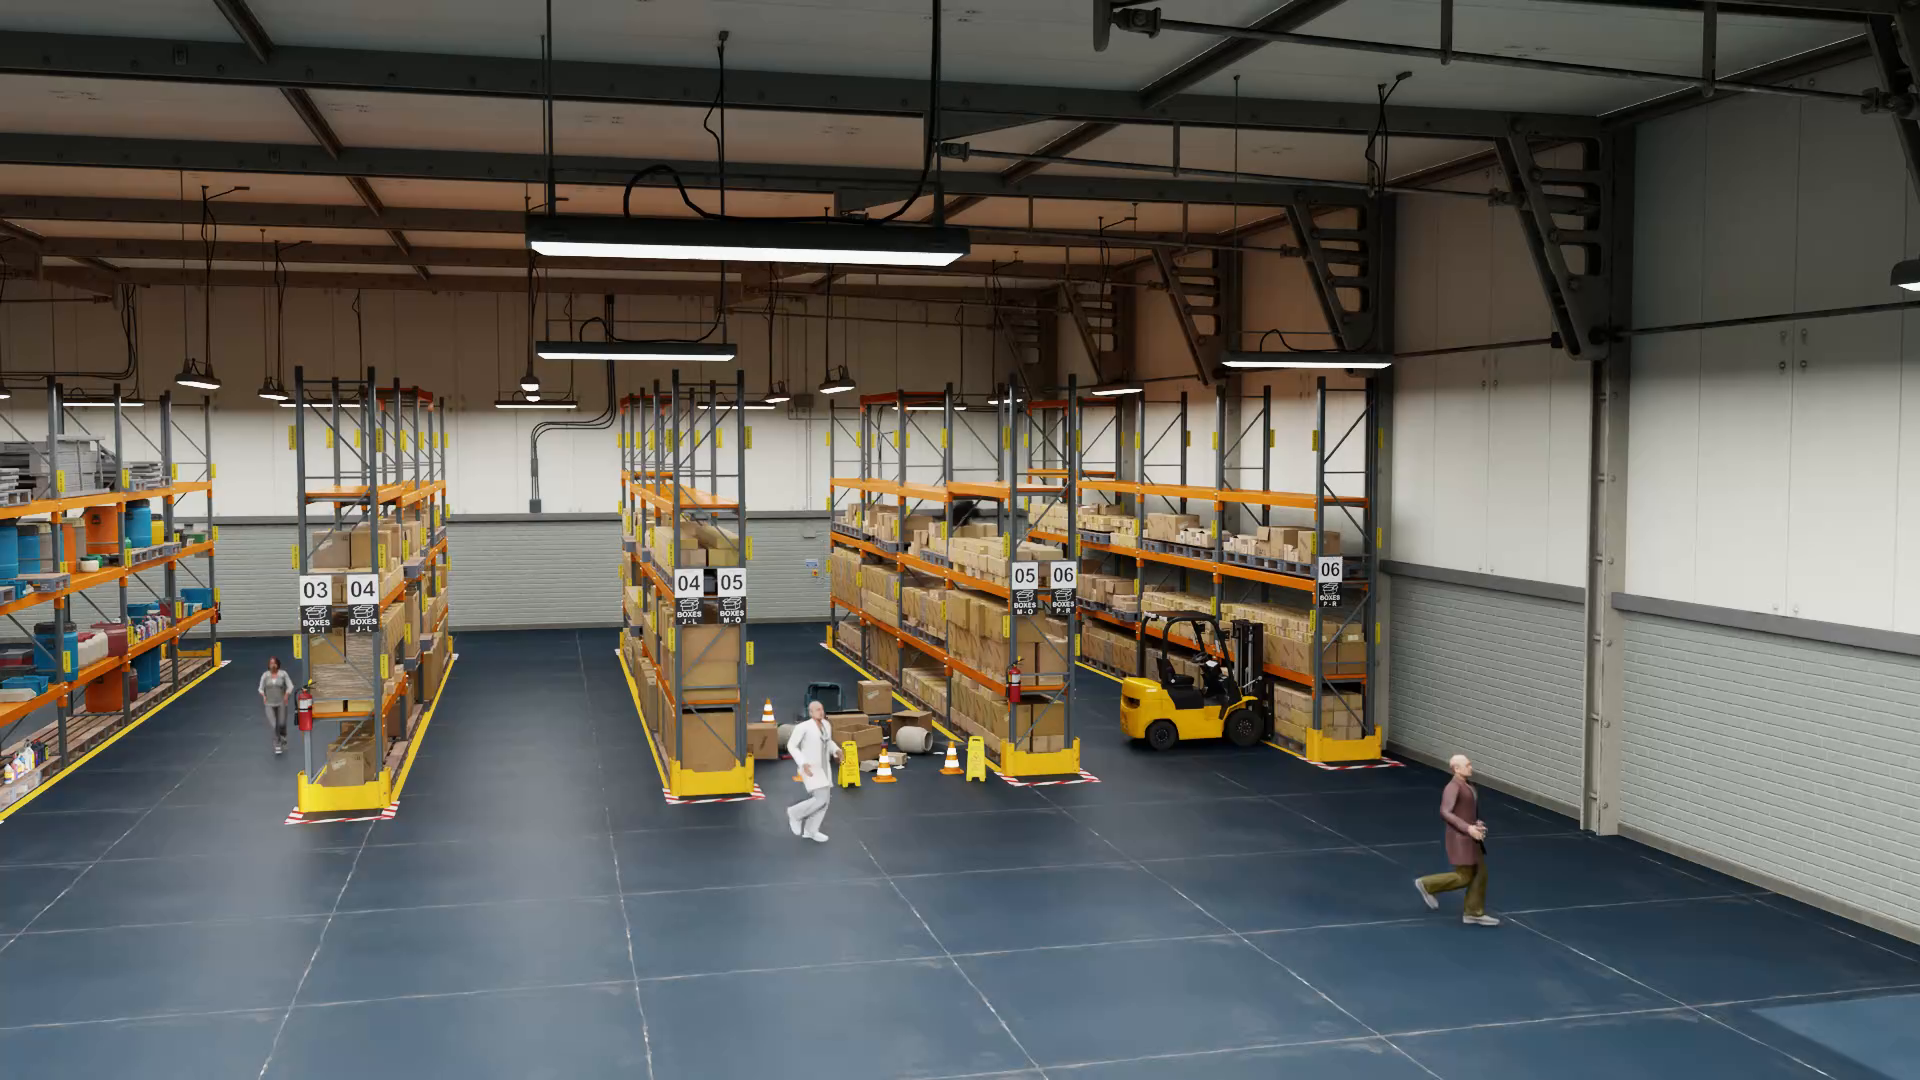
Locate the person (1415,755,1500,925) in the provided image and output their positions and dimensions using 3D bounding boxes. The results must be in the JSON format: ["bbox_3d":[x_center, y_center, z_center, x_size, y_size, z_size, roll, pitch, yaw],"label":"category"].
[{"bbox_3d":[5.175,3.093,17.242,0.865,1.745,0.726,2,4,31],"label":"person"}]

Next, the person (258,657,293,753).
[{"bbox_3d":[-10.938,2.637,26.579,0.512,1.554,0.530,-1,4,-18],"label":"person"}]

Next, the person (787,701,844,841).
[{"bbox_3d":[-1.795,2.890,20.863,0.670,1.748,0.699,2,4,36],"label":"person"}]
